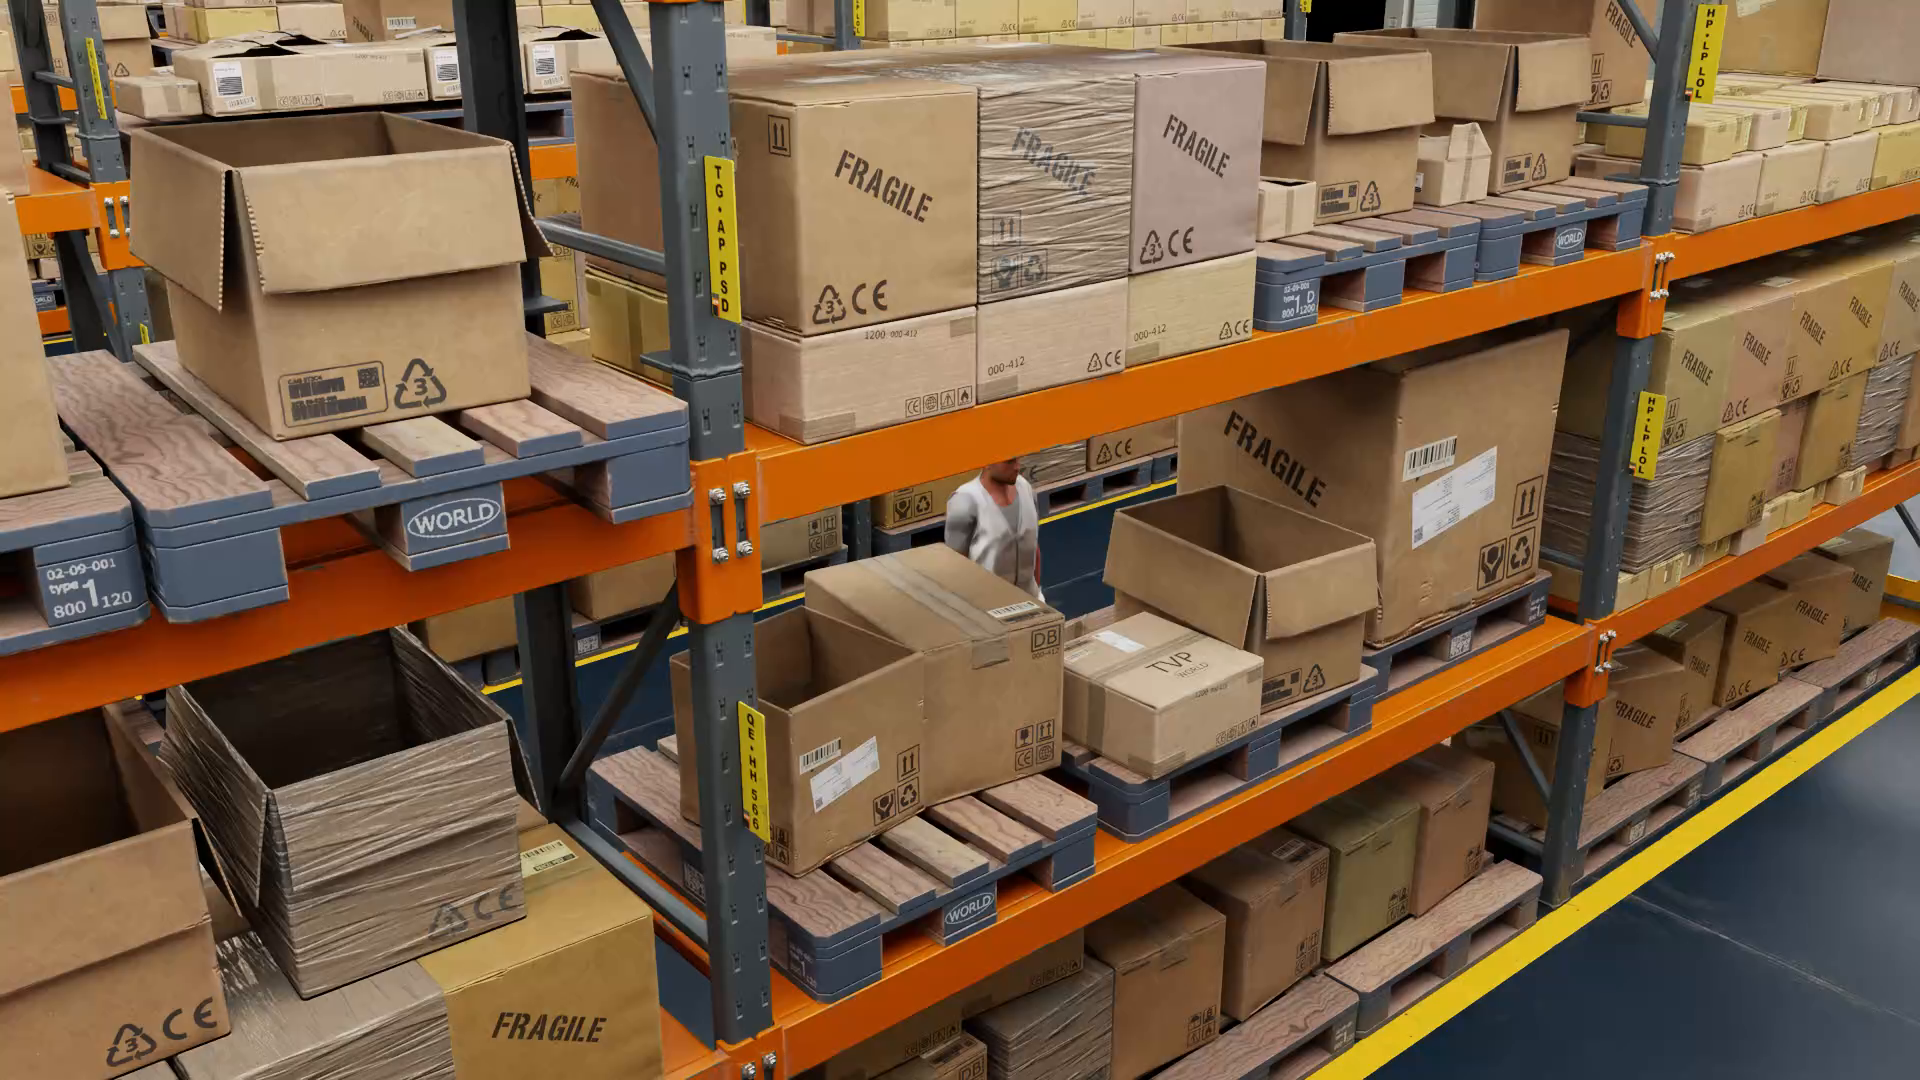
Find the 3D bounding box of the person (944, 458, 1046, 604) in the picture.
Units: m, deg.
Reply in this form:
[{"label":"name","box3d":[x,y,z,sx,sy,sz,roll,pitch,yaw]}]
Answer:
[{"label":"person","box3d":[0.186,0.315,7.714,0.523,1.789,0.355,-16,26,-36]}]
